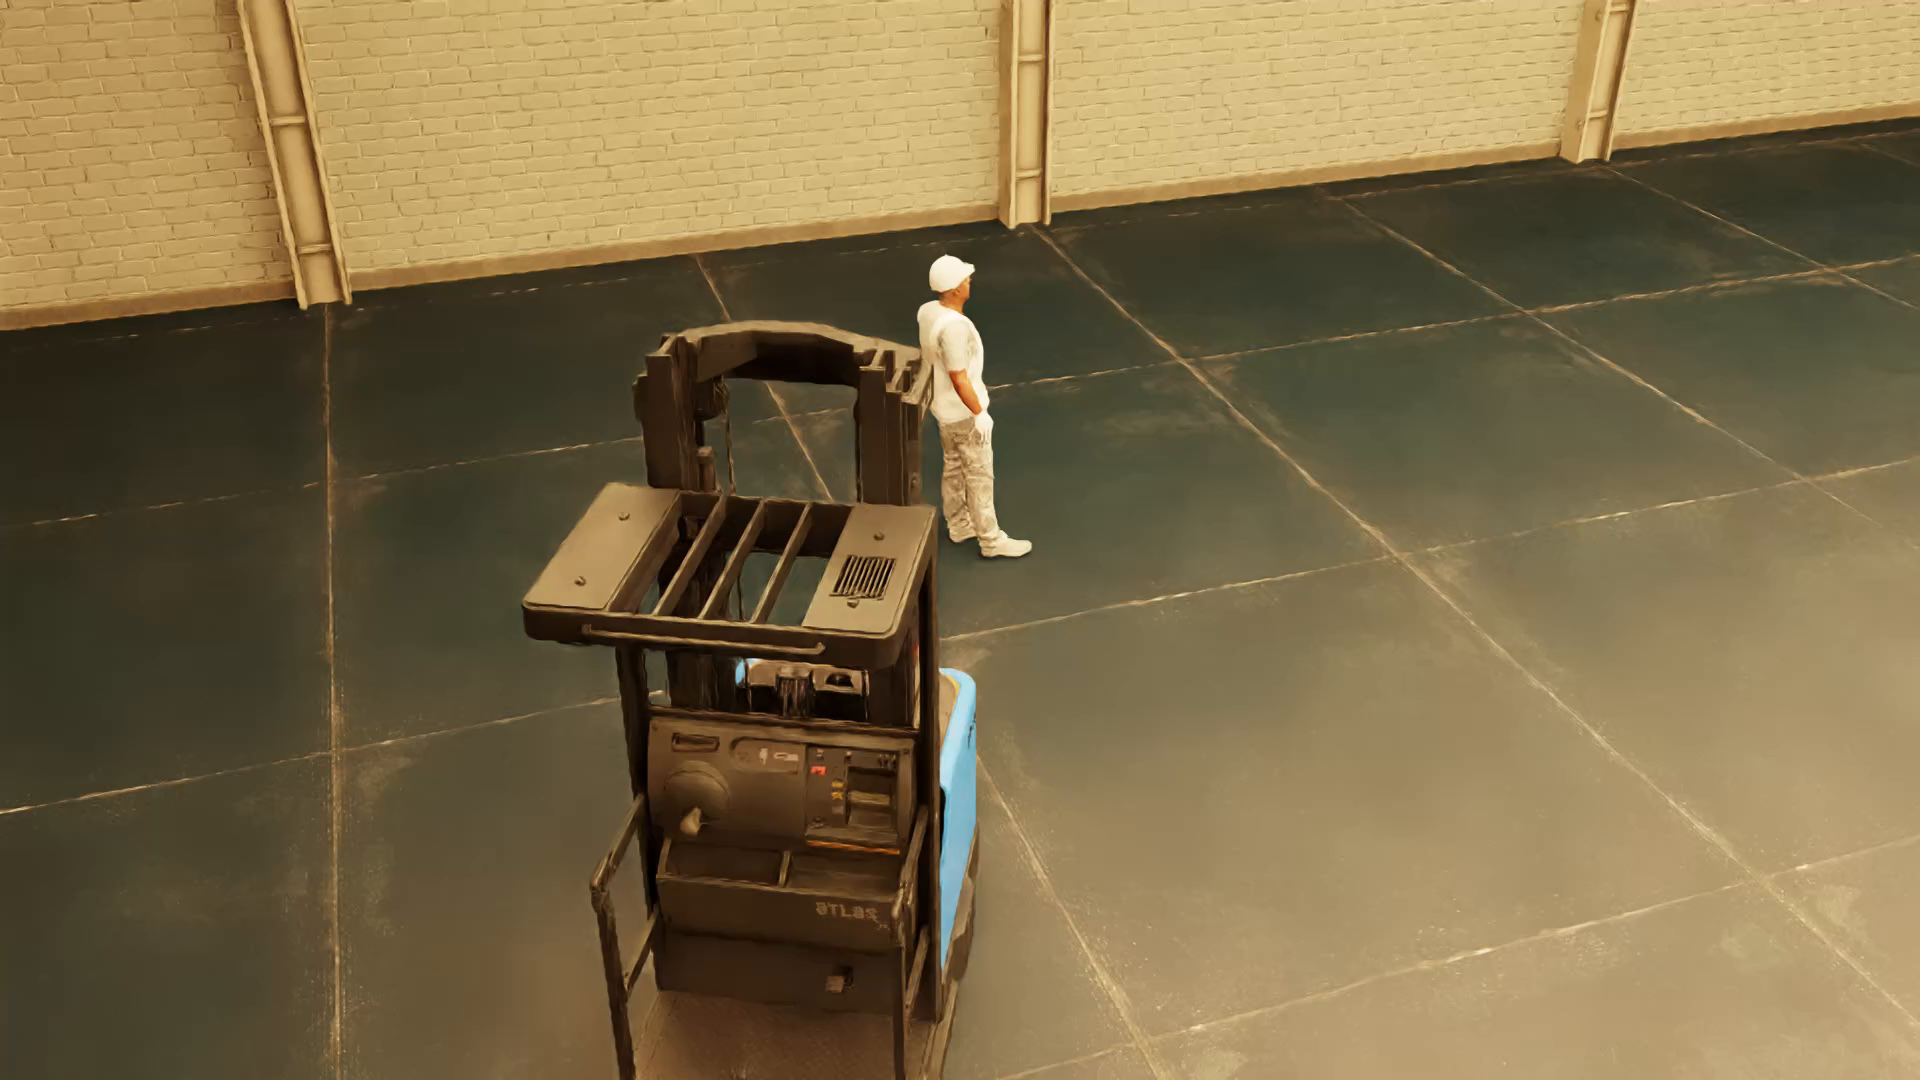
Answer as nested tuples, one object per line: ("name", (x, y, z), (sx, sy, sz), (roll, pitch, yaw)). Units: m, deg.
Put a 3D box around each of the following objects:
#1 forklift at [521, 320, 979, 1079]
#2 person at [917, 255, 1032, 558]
("forklift", (-0.651, 0.891, 5.538), (1.130, 2.935, 3.031), (4, 30, 8))
("person", (0.071, -0.787, 9.591), (0.576, 1.782, 0.655), (-10, 31, -16))
